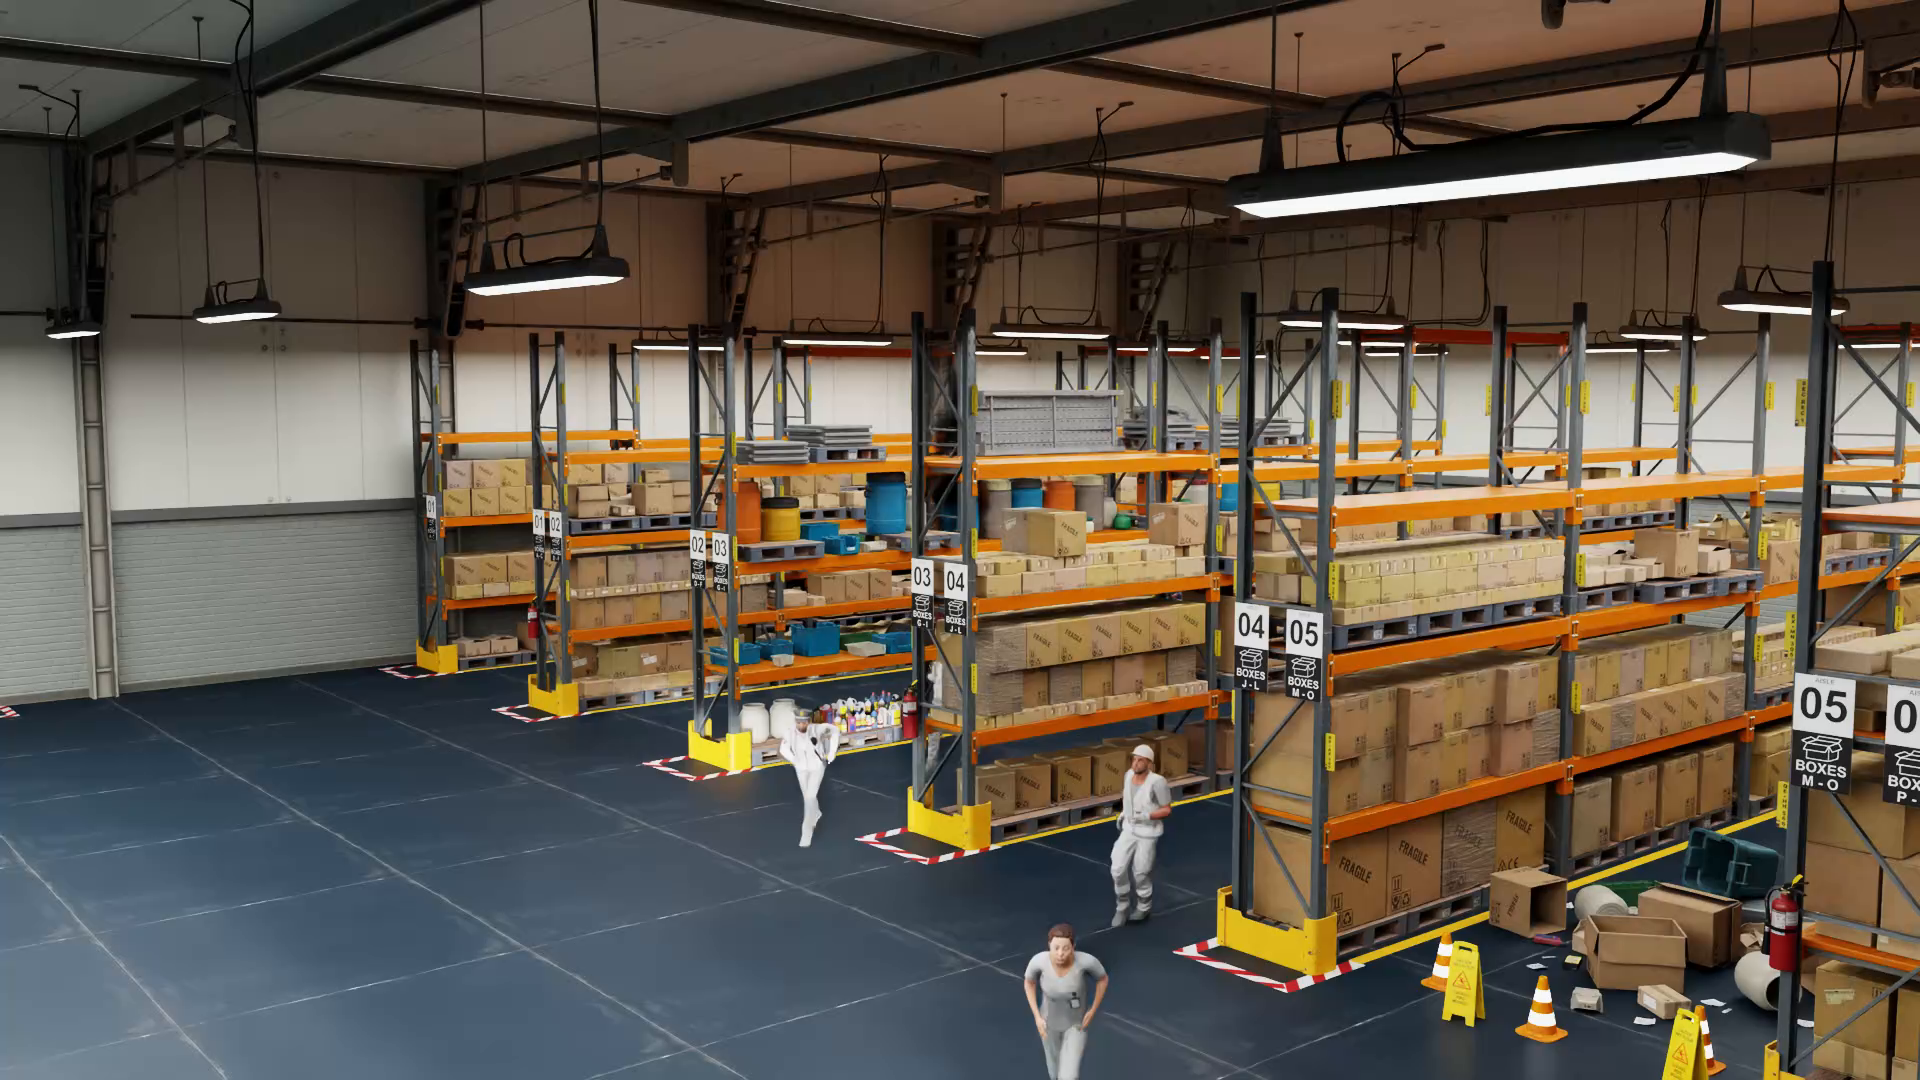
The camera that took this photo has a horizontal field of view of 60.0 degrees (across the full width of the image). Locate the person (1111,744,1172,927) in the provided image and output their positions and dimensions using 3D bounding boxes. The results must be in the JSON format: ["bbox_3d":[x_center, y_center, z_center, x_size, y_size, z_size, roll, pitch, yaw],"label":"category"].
[{"bbox_3d":[1.720,2.841,15.894,0.634,1.806,0.632,4,7,36],"label":"person"}]

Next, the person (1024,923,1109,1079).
[{"bbox_3d":[0.731,3.333,11.451,0.574,1.625,0.916,0,5,4],"label":"person"}]

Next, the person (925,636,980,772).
[{"bbox_3d":[-0.122,2.057,21.242,0.882,1.826,0.655,-3,6,-30],"label":"person"}]

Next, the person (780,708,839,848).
[{"bbox_3d":[-1.692,2.654,18.972,0.657,1.619,0.954,1,5,7],"label":"person"}]
